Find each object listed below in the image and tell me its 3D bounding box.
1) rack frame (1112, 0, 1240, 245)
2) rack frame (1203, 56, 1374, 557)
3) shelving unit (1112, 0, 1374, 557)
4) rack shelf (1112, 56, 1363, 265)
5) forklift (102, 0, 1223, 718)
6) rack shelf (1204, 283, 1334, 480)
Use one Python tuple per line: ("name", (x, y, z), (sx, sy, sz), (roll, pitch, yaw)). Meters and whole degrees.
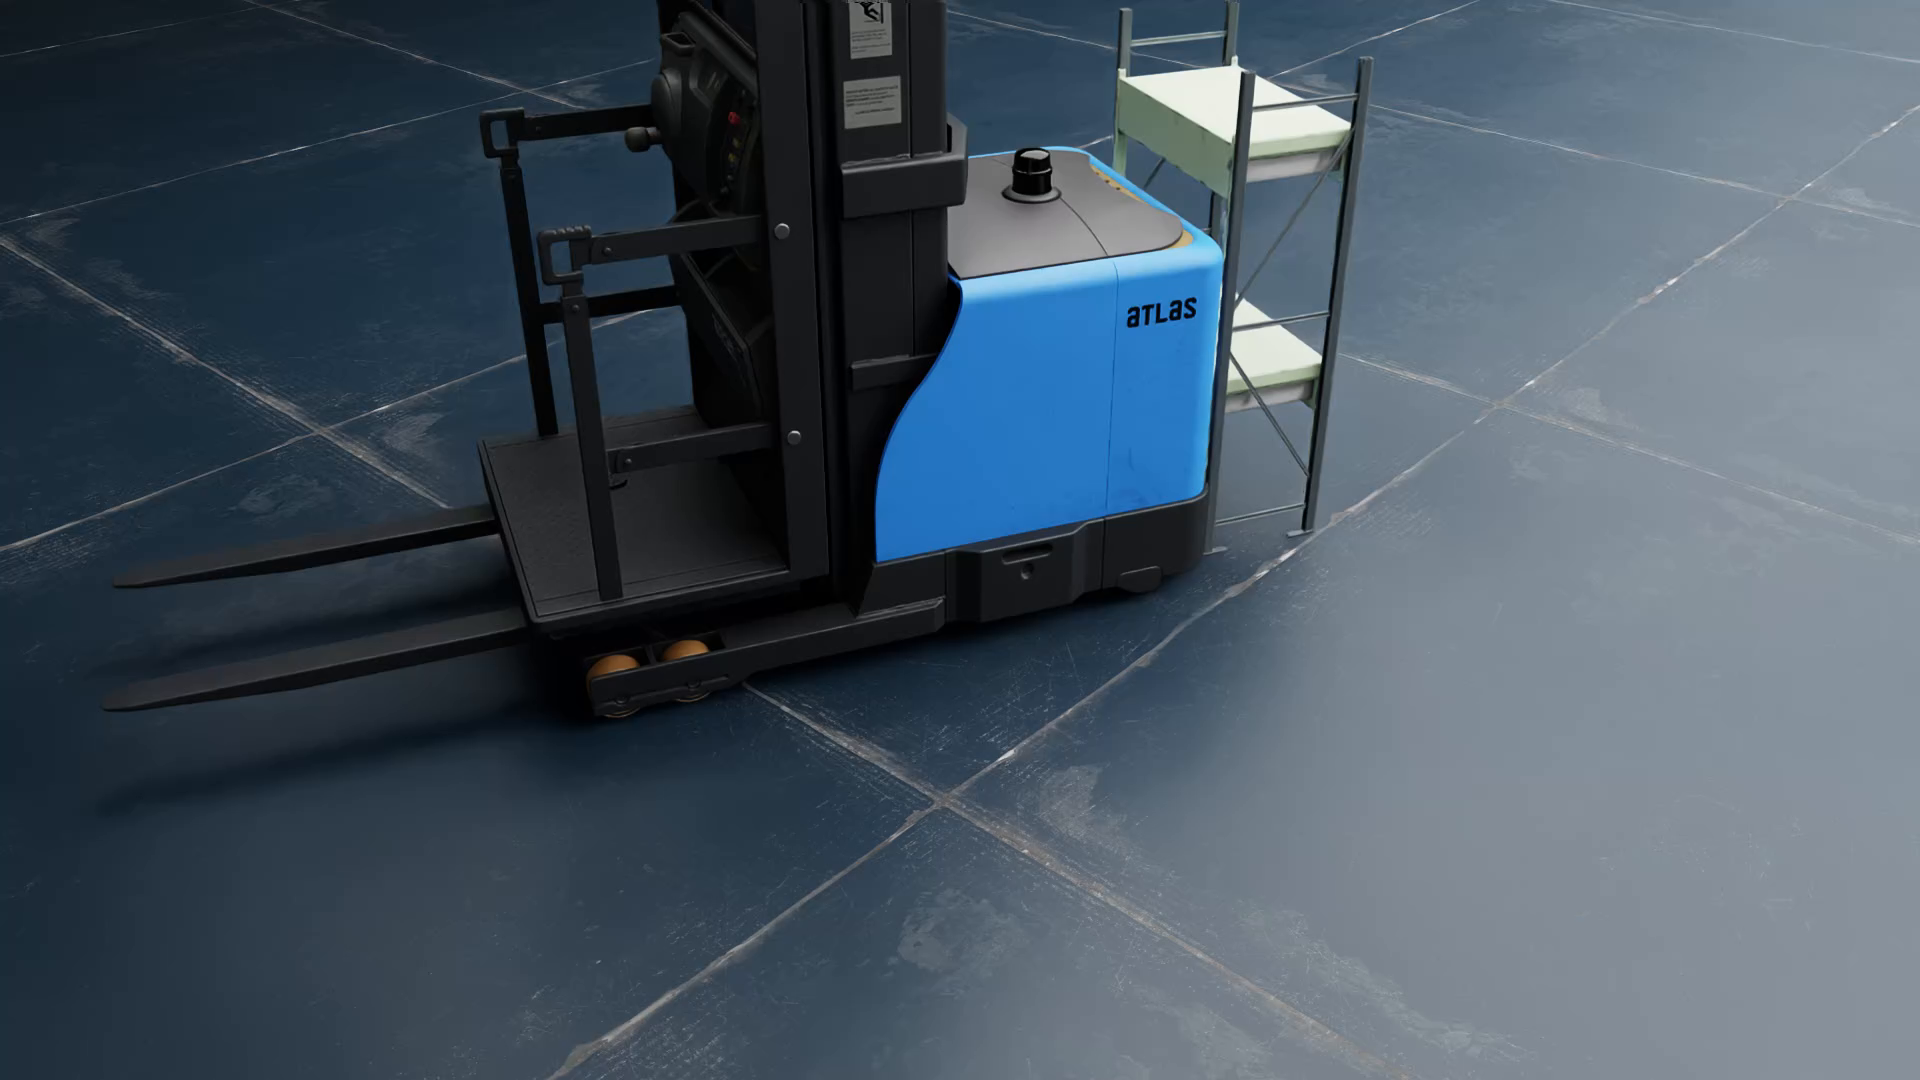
("rack frame", (0.668, -0.985, 5.432), (0.400, 1.500, 0.023), (-11, 33, -18))
("rack frame", (0.934, -0.633, 4.847), (0.400, 1.500, 0.023), (-11, 33, -18))
("shelving unit", (0.801, -0.809, 5.139), (0.431, 1.500, 0.755), (-11, 33, -18))
("rack shelf", (0.801, -1.143, 4.938), (0.431, 0.370, 0.720), (-11, 33, -18))
("forklift", (-0.836, -1.088, 4.215), (3.031, 2.935, 1.130), (-11, 33, -18))
("rack shelf", (0.801, -0.530, 5.308), (0.431, 0.370, 0.720), (-11, 33, -18))
